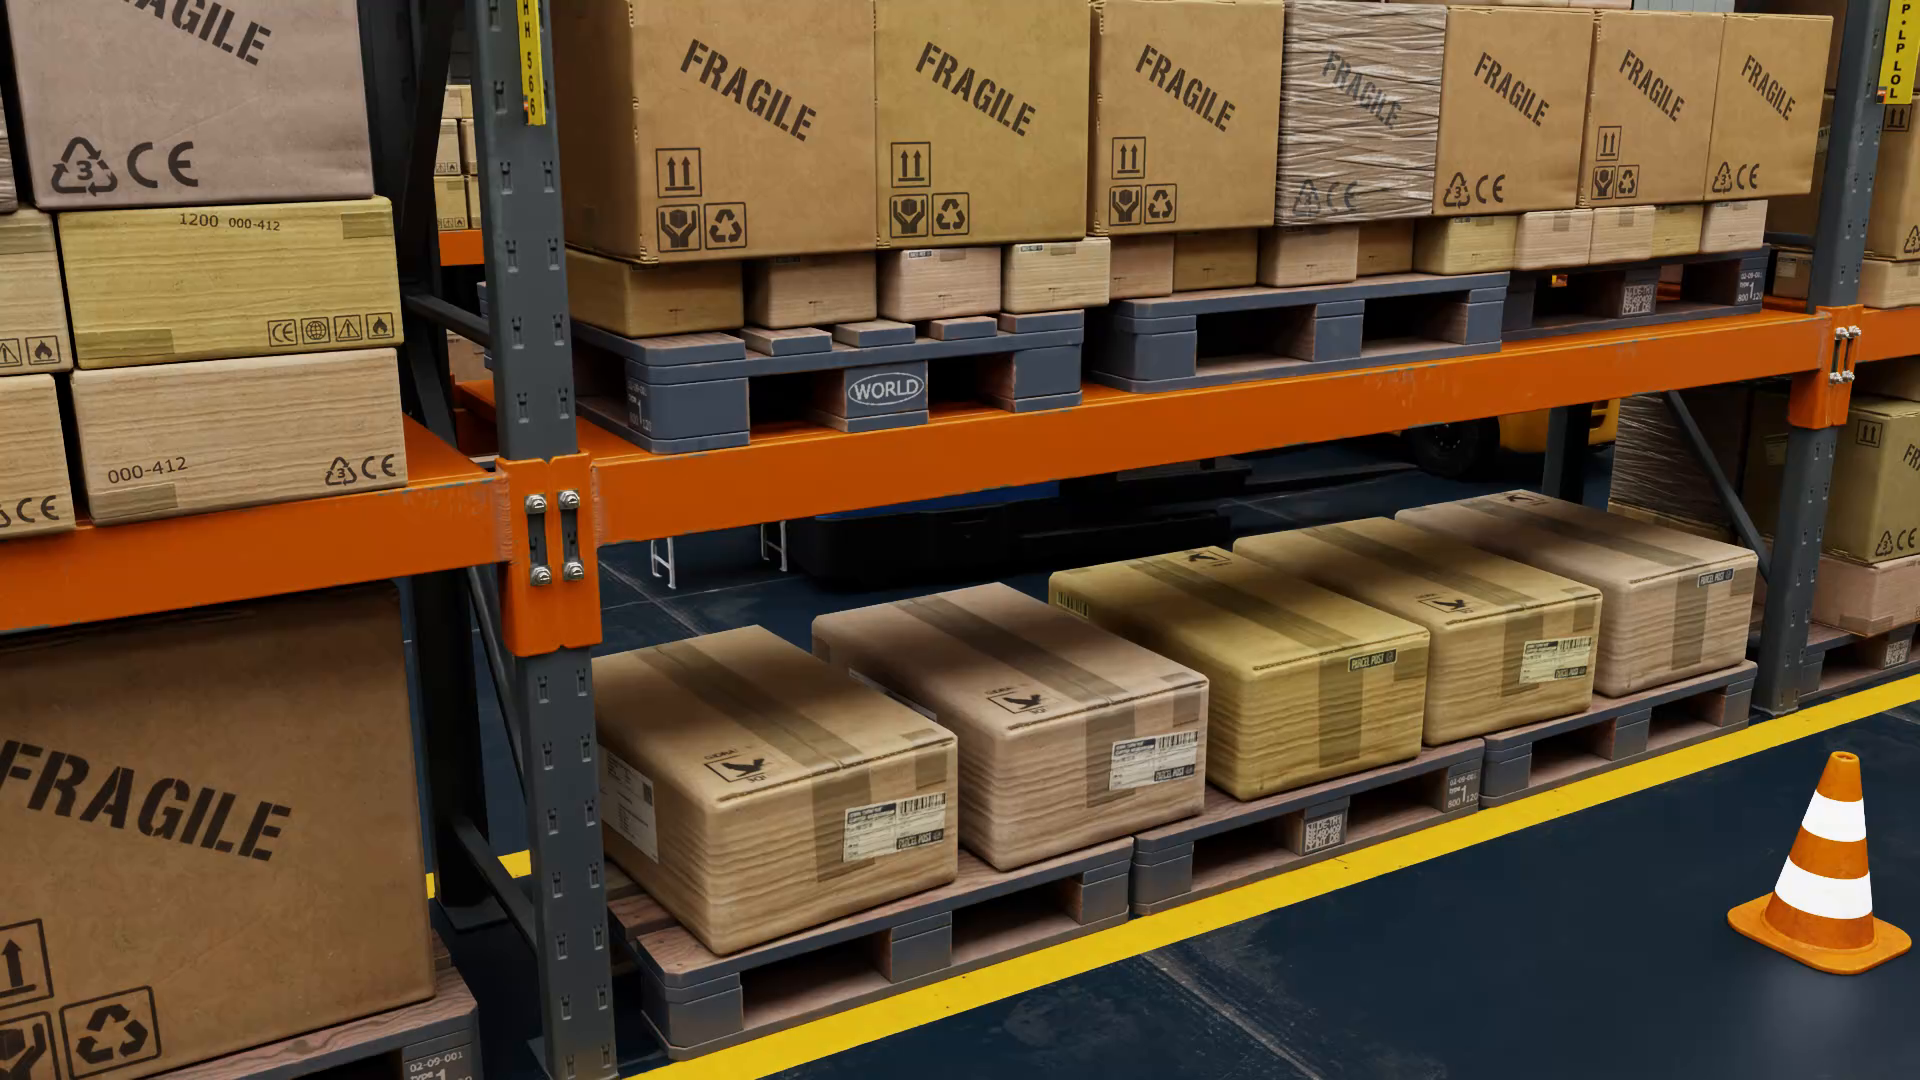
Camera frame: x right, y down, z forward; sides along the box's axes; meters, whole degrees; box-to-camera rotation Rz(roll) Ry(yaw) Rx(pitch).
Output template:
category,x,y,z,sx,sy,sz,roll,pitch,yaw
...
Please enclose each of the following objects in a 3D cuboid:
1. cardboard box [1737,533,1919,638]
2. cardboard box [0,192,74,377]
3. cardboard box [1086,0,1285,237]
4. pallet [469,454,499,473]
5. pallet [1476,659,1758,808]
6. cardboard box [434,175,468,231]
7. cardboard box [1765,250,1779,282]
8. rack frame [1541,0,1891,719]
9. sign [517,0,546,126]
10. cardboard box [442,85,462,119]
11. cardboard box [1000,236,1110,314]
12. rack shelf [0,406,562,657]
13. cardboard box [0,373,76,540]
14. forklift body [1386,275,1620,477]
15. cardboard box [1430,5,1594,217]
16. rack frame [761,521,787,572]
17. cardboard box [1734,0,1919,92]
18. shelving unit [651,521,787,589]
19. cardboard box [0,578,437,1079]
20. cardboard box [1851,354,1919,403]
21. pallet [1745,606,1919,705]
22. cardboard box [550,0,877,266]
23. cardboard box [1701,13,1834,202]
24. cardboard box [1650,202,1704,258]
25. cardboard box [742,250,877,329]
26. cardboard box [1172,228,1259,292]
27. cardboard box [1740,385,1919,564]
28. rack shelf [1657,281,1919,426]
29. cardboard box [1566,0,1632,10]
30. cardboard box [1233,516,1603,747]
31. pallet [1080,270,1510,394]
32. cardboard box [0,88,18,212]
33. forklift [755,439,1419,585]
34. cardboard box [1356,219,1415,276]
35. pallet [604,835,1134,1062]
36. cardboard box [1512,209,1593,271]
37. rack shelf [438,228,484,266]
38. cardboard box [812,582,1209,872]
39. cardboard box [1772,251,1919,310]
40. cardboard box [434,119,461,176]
category,x,y,z,sx,sy,sz,roll,pitch,yaw
cardboard box,3.061,0.111,5.772,0.500,0.250,0.500,-10,19,-32
cardboard box,-1.735,-0.405,2.650,0.500,0.250,0.500,-10,18,-31
cardboard box,0.387,-0.987,3.859,0.500,0.500,0.500,-9,18,-29
pallet,-2.847,-0.346,8.252,1.213,0.211,1.003,-9,18,-30
pallet,1.749,0.460,5.377,1.213,0.211,1.003,-9,18,-30
cardboard box,-2.633,-1.585,7.783,0.500,0.250,0.500,-10,18,-31
cardboard box,2.745,-1.022,5.962,0.250,0.149,0.380,-9,18,-28
rack frame,2.416,-0.991,5.388,0.127,3.000,1.000,-9,18,-30
sign,-0.724,-0.865,2.792,0.005,0.325,0.100,-9,18,-30
cardboard box,-2.495,-2.038,7.735,0.250,0.149,0.380,-9,18,-29
cardboard box,0.126,-0.611,3.719,0.250,0.149,0.380,-9,18,-29
rack shelf,-2.727,0.189,2.510,4.000,0.370,1.077,-9,18,-30
cardboard box,-1.742,-0.158,2.693,0.500,0.250,0.500,-9,18,-29
forklift body,2.599,-1.601,9.135,1.214,2.155,2.313,-9,18,-30
cardboard box,1.268,-1.128,4.361,0.500,0.500,0.500,-9,18,-28
rack frame,-0.786,-0.472,6.866,0.015,1.200,0.240,-9,18,-28
cardboard box,2.905,-1.675,5.239,0.500,0.500,0.700,-9,18,-30
shelving unit,-1.000,-0.440,6.753,0.503,1.200,0.258,-9,18,-28
cardboard box,-1.648,0.463,3.361,0.875,0.875,0.875,-9,18,-30
cardboard box,3.199,-0.566,5.596,0.250,0.149,0.380,-9,18,-29
pallet,2.973,0.250,6.127,1.213,0.211,1.003,-9,18,-30
cardboard box,-0.508,-0.838,3.326,0.500,0.500,0.500,-10,18,-31
cardboard box,2.138,-1.267,4.859,0.500,0.500,0.500,-10,18,-31
cardboard box,1.882,-0.904,4.766,0.250,0.149,0.380,-10,18,-31
cardboard box,-0.379,-0.550,3.502,0.250,0.149,0.380,-11,19,-33
cardboard box,0.514,-0.711,4.075,0.250,0.149,0.380,-8,18,-28
cardboard box,3.061,-0.250,5.671,0.500,0.500,0.500,-8,18,-27
rack shelf,4.130,-0.923,6.477,4.000,0.370,1.077,-9,18,-30
cardboard box,1.552,-1.482,4.422,0.250,0.149,0.380,-10,18,-31
cardboard box,1.353,0.246,5.064,0.625,0.372,0.950,-8,18,-26
pallet,0.663,-0.627,4.446,1.213,0.211,1.003,-9,18,-30
cardboard box,-1.757,-0.759,2.522,0.500,0.500,0.500,-9,18,-29
forklift,0.634,-1.469,7.218,3.031,2.935,1.130,-6,17,-22
cardboard box,0.956,-0.786,4.342,0.250,0.149,0.380,-10,18,-32
pallet,-0.342,0.799,4.167,1.213,0.211,1.003,-9,18,-30
cardboard box,1.463,-0.824,4.479,0.250,0.149,0.380,-9,18,-29
rack shelf,-1.858,-1.515,8.588,4.000,0.370,1.077,-9,18,-30
cardboard box,0.105,0.447,4.347,0.625,0.372,0.950,-10,18,-31
cardboard box,2.851,-0.840,5.313,0.250,0.149,0.380,-9,18,-30
cardboard box,-2.636,-1.826,7.718,0.500,0.250,0.500,-9,18,-28
